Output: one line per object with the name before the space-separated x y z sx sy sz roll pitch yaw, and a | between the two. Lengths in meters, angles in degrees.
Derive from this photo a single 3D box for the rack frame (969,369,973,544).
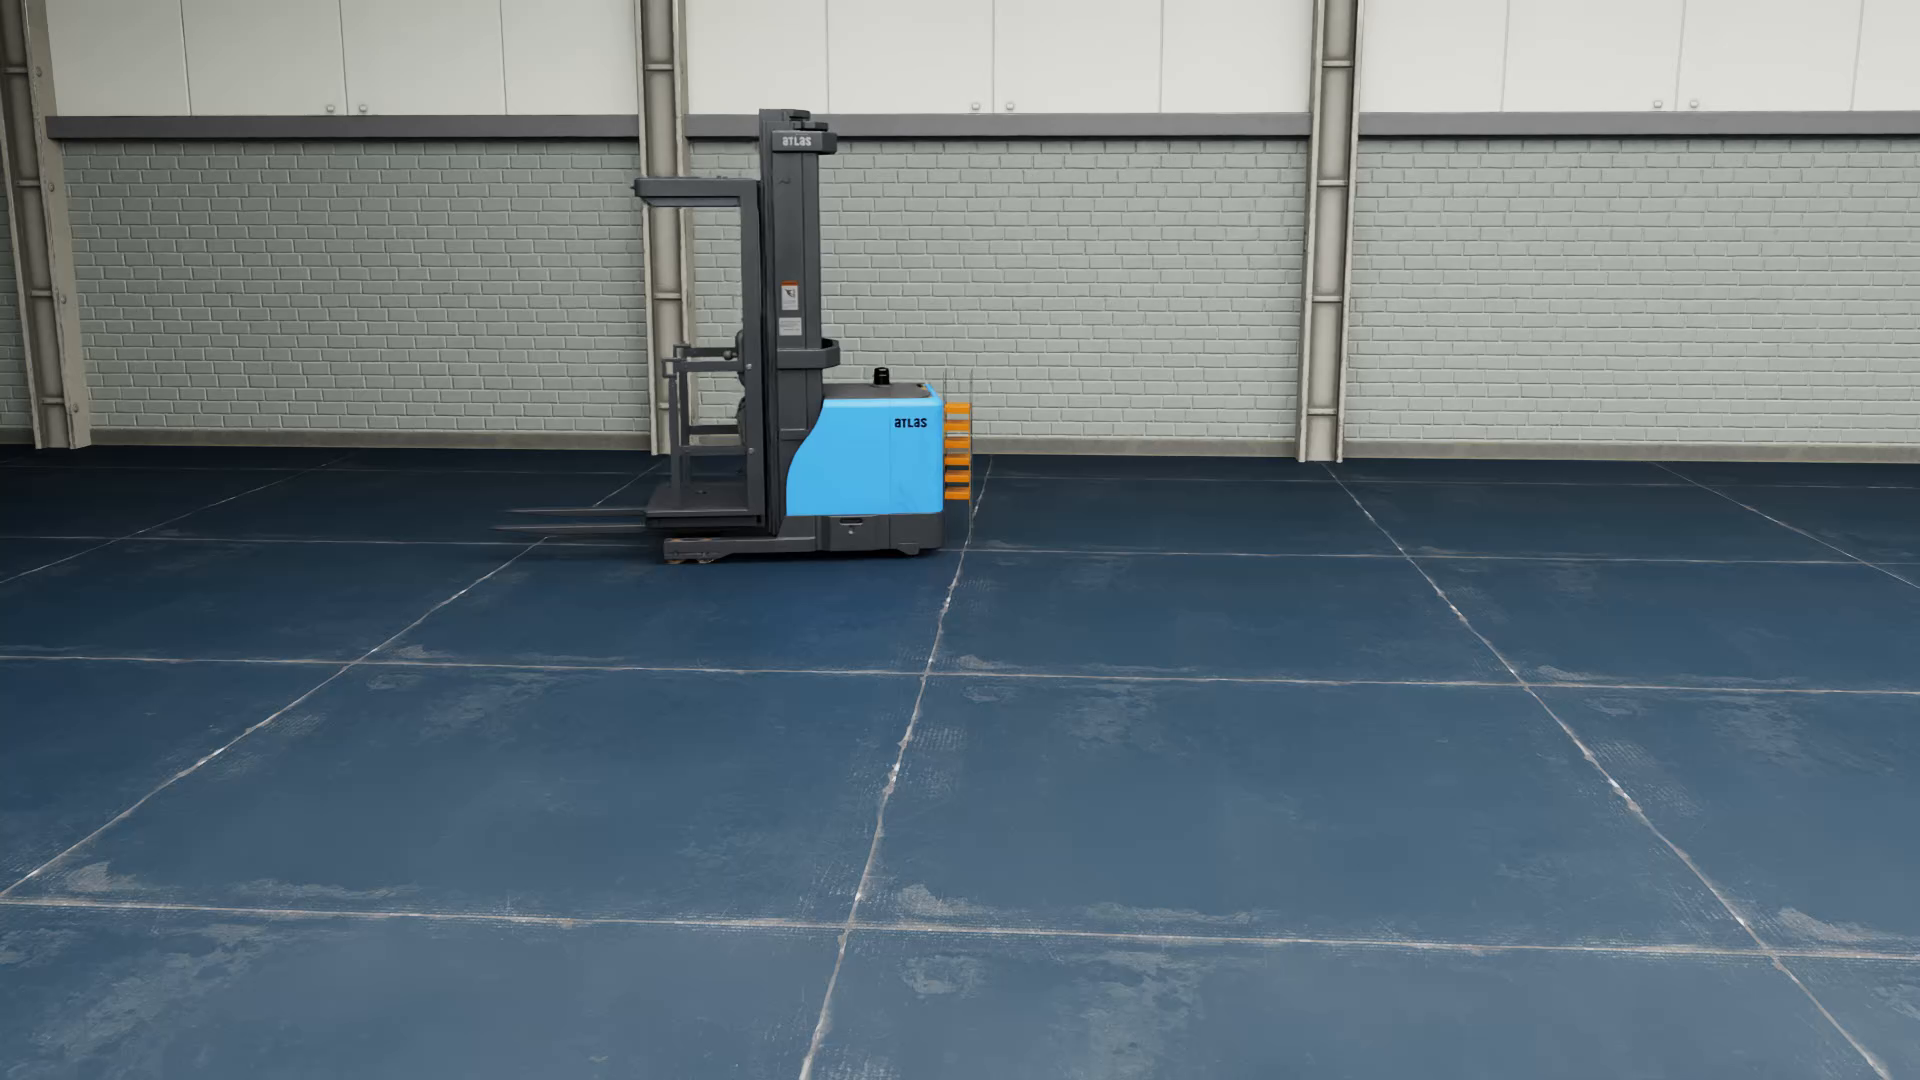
rack frame | 0.077 -0.586 11.640 0.006 1.200 0.240 1 12 4

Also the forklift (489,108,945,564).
forklift | -1.649 -1.388 11.246 3.031 2.935 1.130 -1 12 -5

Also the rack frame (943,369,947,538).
rack frame | -0.106 -0.589 11.652 0.006 1.200 0.240 1 12 4

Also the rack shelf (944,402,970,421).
rack shelf | -0.014 -0.896 11.582 0.180 0.103 0.258 1 12 4

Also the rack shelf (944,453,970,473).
rack shelf | -0.014 -0.544 11.655 0.180 0.103 0.258 1 12 4

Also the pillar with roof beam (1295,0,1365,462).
pillar with roof beam | 3.013 -4.268 10.191 0.400 9.000 9.100 1 12 4

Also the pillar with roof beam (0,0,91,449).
pillar with roof beam | -8.960 -4.432 10.976 0.400 9.000 9.100 1 12 4

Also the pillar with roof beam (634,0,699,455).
pillar with roof beam | -2.974 -4.350 10.584 0.400 9.000 9.100 1 12 4

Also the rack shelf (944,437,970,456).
rack shelf | -0.014 -0.661 11.631 0.180 0.103 0.258 1 12 4

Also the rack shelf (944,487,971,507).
rack shelf | -0.014 -0.309 11.704 0.180 0.103 0.258 1 12 4

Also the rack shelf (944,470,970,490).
rack shelf | -0.014 -0.427 11.680 0.180 0.103 0.258 1 12 4

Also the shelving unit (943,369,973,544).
shelving unit | -0.014 -0.587 11.646 0.189 1.200 0.258 1 12 4

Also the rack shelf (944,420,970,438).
rack shelf | -0.014 -0.779 11.606 0.180 0.103 0.258 1 12 4
